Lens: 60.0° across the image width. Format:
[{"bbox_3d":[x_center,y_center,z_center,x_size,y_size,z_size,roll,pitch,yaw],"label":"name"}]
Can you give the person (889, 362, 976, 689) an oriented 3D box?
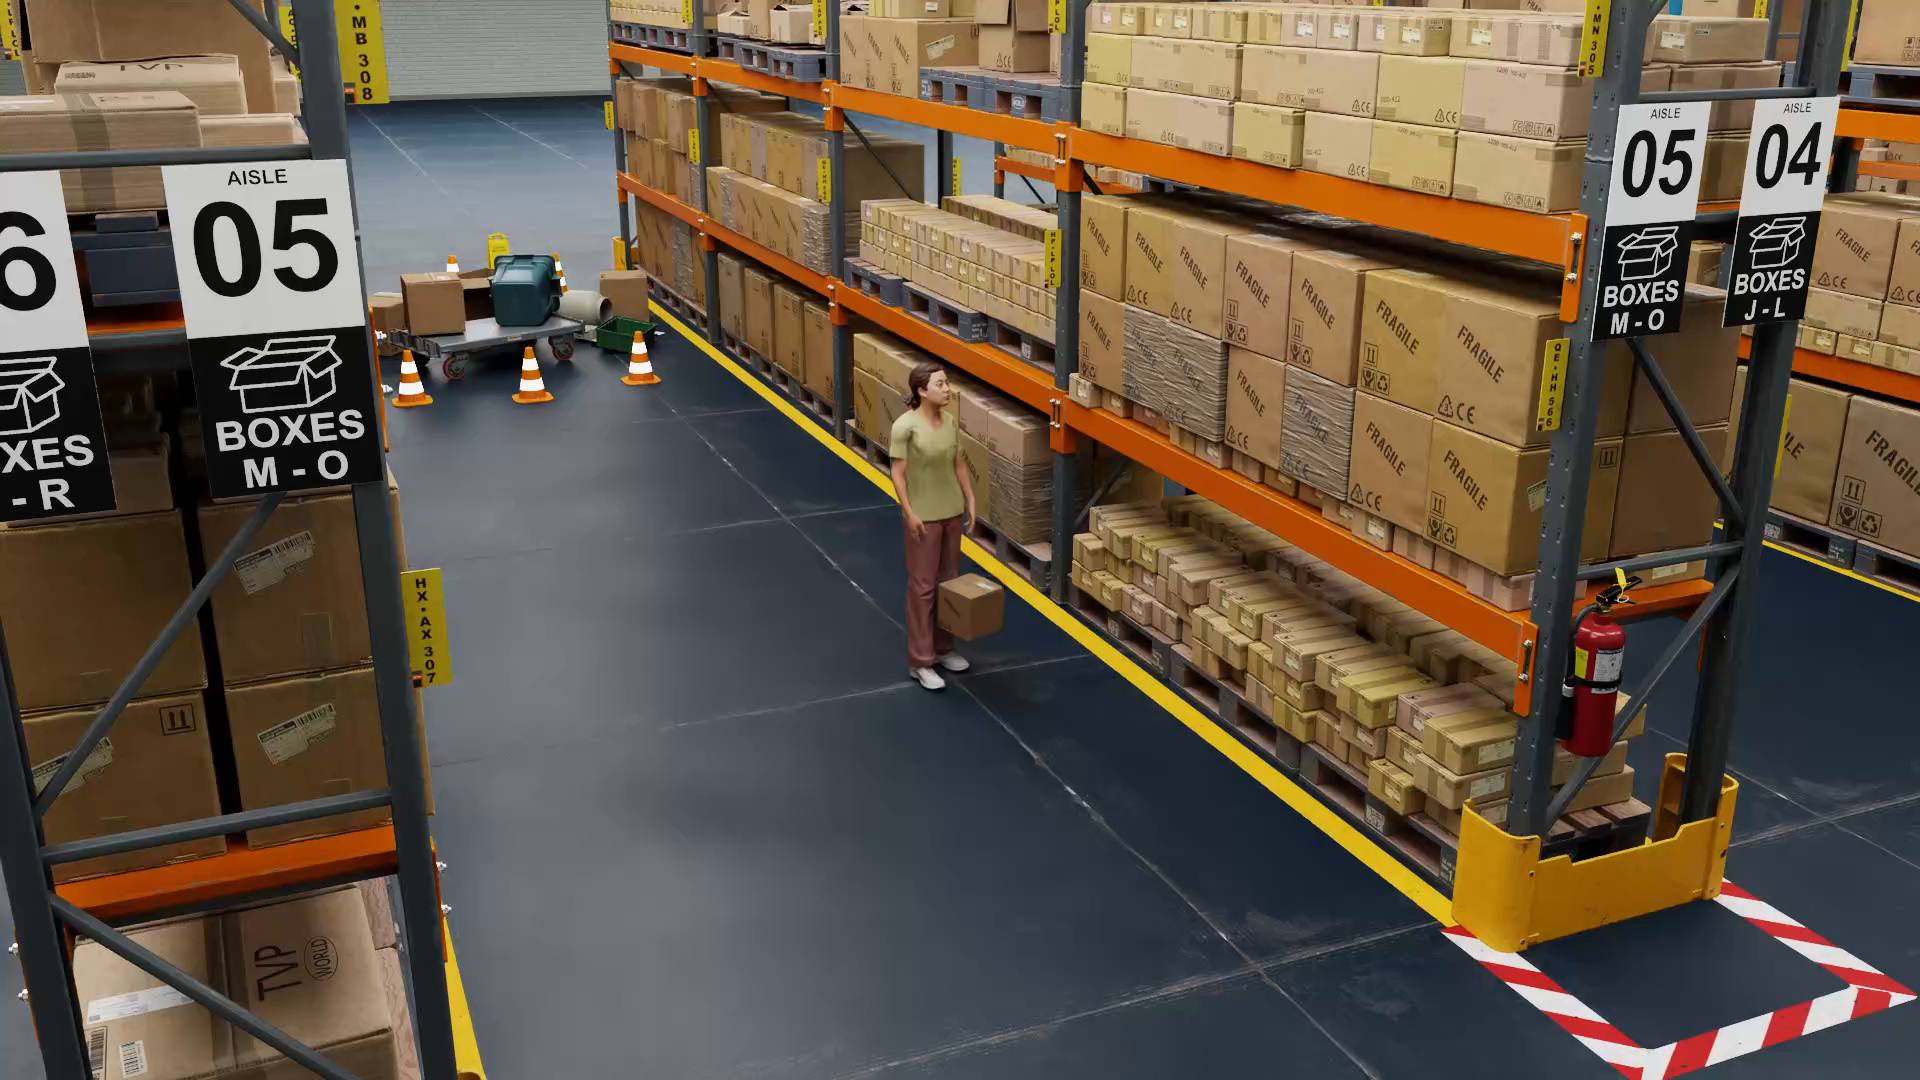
[{"bbox_3d":[-0.106,-0.102,8.839,0.536,1.674,0.552,-16,25,-39],"label":"person"}]
